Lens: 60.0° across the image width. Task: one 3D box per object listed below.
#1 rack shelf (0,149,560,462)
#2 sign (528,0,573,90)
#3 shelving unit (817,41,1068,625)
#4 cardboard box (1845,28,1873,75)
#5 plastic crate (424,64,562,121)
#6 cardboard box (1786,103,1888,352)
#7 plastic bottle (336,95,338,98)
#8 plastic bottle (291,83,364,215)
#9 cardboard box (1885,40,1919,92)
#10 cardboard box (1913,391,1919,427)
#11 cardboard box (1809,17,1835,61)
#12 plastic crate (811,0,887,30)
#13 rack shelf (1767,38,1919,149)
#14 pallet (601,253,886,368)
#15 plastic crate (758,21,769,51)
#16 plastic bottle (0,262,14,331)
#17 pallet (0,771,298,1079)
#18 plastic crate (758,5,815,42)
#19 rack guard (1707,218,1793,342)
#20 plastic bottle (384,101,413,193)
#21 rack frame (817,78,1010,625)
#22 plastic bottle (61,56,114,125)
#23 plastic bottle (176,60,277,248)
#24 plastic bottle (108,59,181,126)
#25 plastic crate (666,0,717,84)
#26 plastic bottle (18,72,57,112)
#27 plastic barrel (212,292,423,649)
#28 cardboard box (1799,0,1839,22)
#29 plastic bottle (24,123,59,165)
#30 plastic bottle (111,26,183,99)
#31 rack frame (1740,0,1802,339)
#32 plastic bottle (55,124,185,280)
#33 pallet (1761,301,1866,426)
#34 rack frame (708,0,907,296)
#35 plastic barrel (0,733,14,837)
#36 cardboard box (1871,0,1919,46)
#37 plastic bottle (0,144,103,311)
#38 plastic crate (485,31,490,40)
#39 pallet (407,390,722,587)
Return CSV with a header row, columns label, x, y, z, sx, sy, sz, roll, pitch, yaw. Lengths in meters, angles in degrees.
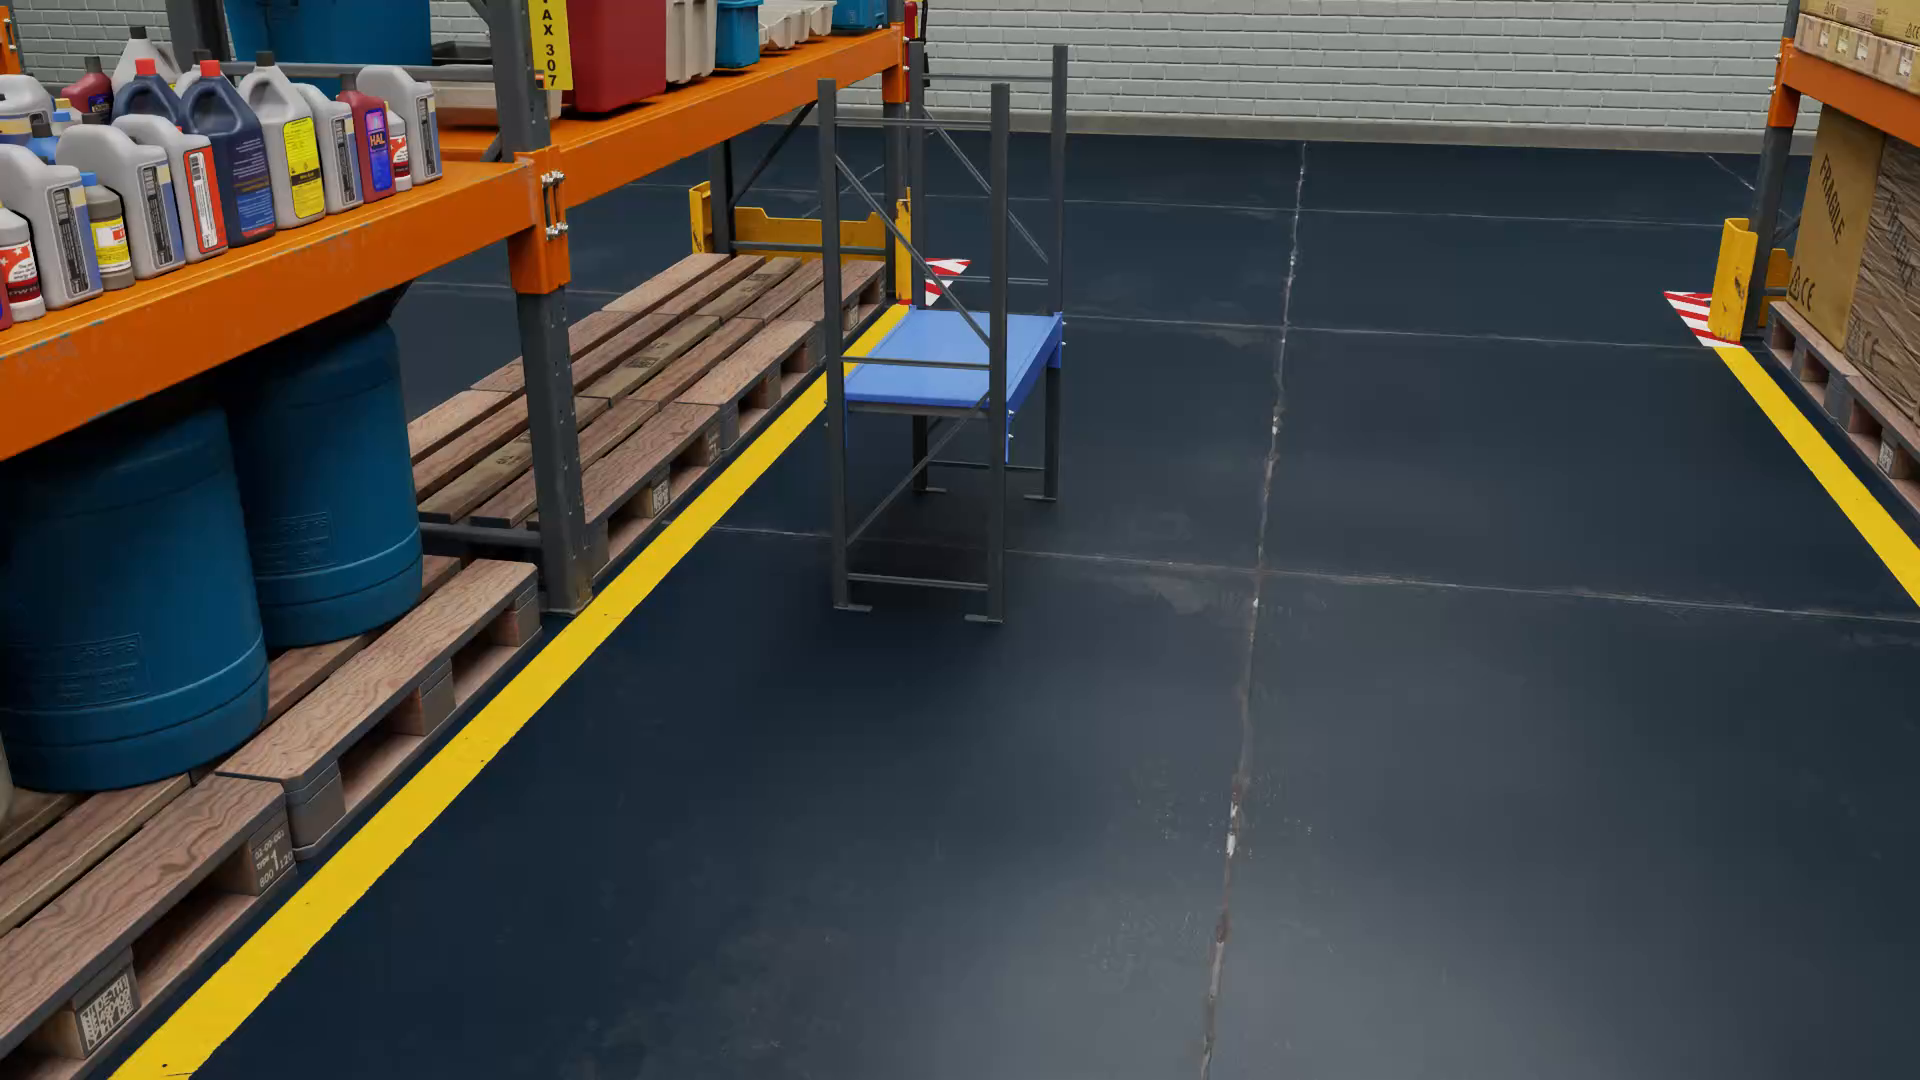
label,x,y,z,sx,sy,sz,roll,pitch,yaw
rack shelf,-1.991,-0.161,2.702,1.077,0.370,4.000,4,22,11
sign,-1.045,-1.312,4.226,0.100,0.325,0.005,4,22,11
shelving unit,-0.017,-0.665,4.996,0.538,1.500,1.048,4,22,11
cardboard box,3.531,-1.808,6.163,0.380,0.149,0.250,4,22,10
plastic crate,-1.348,-1.291,4.818,0.396,0.136,0.243,4,22,11
cardboard box,4.030,-1.281,6.801,0.875,0.875,0.875,4,22,11
plastic bottle,-1.473,-0.968,4.009,0.097,0.201,0.097,0,22,0
plastic bottle,-1.422,-0.867,3.656,0.152,0.276,0.135,4,22,11
cardboard box,3.426,-1.620,5.698,0.380,0.149,0.250,4,22,10
cardboard box,3.662,-0.623,5.166,0.875,0.875,0.875,4,22,11
cardboard box,3.635,-1.997,6.633,0.380,0.149,0.250,4,22,10
plastic crate,-0.652,-2.597,7.659,0.616,0.435,0.499,4,22,11
rack shelf,3.674,-1.247,5.397,1.077,0.370,4.000,4,22,11
pallet,-0.973,-1.097,7.796,1.003,0.211,1.213,4,22,11
plastic crate,-0.904,-1.965,6.489,0.298,0.136,0.250,4,22,11
plastic bottle,-1.602,-0.463,2.645,0.061,0.283,0.133,4,22,11
pallet,-2.028,0.793,3.101,1.003,0.211,1.213,4,22,11
plastic crate,-0.829,-2.178,7.019,0.396,0.136,0.243,4,22,11
rack guard,4.087,-1.161,7.568,1.175,0.500,0.348,4,22,11
plastic bottle,-1.344,-0.921,3.891,0.097,0.201,0.097,0,22,0
rack frame,-0.121,-0.479,4.534,0.500,1.500,0.032,4,22,11
plastic bottle,-2.103,-1.022,4.032,0.061,0.283,0.133,4,22,11
plastic bottle,-1.488,-0.775,3.329,0.144,0.351,0.185,4,22,11
plastic bottle,-1.629,-0.786,3.356,0.144,0.351,0.185,4,22,11
plastic crate,-1.091,-1.744,5.747,0.437,0.282,0.530,4,22,11
plastic bottle,-2.128,-0.937,3.838,0.097,0.271,0.097,0,22,0
plastic barrel,-1.711,-0.250,4.207,0.600,0.901,0.708,4,22,11
cardboard box,3.720,-2.225,6.666,0.500,0.250,0.500,4,22,9
plastic bottle,-1.678,-0.634,3.084,0.097,0.271,0.097,0,22,0
plastic bottle,-1.980,-1.085,4.098,0.144,0.351,0.185,4,22,11
rack frame,4.082,-2.312,7.079,1.000,3.000,0.127,4,22,11
plastic bottle,-1.552,-0.633,3.076,0.152,0.276,0.135,4,22,11
pallet,3.995,-0.720,6.859,1.003,0.211,1.213,4,22,11
rack frame,-0.767,-2.689,8.016,1.000,3.000,0.127,4,22,11
plastic barrel,-2.058,0.389,3.141,0.421,0.512,0.421,0,22,0
cardboard box,3.514,-1.851,5.737,0.500,0.250,0.500,4,22,9
plastic bottle,-1.599,-0.548,2.865,0.152,0.276,0.135,4,22,11
plastic crate,-1.522,-1.792,6.060,0.293,0.136,0.466,4,22,11
pallet,-1.471,-0.205,5.580,1.003,0.211,1.213,4,22,11
